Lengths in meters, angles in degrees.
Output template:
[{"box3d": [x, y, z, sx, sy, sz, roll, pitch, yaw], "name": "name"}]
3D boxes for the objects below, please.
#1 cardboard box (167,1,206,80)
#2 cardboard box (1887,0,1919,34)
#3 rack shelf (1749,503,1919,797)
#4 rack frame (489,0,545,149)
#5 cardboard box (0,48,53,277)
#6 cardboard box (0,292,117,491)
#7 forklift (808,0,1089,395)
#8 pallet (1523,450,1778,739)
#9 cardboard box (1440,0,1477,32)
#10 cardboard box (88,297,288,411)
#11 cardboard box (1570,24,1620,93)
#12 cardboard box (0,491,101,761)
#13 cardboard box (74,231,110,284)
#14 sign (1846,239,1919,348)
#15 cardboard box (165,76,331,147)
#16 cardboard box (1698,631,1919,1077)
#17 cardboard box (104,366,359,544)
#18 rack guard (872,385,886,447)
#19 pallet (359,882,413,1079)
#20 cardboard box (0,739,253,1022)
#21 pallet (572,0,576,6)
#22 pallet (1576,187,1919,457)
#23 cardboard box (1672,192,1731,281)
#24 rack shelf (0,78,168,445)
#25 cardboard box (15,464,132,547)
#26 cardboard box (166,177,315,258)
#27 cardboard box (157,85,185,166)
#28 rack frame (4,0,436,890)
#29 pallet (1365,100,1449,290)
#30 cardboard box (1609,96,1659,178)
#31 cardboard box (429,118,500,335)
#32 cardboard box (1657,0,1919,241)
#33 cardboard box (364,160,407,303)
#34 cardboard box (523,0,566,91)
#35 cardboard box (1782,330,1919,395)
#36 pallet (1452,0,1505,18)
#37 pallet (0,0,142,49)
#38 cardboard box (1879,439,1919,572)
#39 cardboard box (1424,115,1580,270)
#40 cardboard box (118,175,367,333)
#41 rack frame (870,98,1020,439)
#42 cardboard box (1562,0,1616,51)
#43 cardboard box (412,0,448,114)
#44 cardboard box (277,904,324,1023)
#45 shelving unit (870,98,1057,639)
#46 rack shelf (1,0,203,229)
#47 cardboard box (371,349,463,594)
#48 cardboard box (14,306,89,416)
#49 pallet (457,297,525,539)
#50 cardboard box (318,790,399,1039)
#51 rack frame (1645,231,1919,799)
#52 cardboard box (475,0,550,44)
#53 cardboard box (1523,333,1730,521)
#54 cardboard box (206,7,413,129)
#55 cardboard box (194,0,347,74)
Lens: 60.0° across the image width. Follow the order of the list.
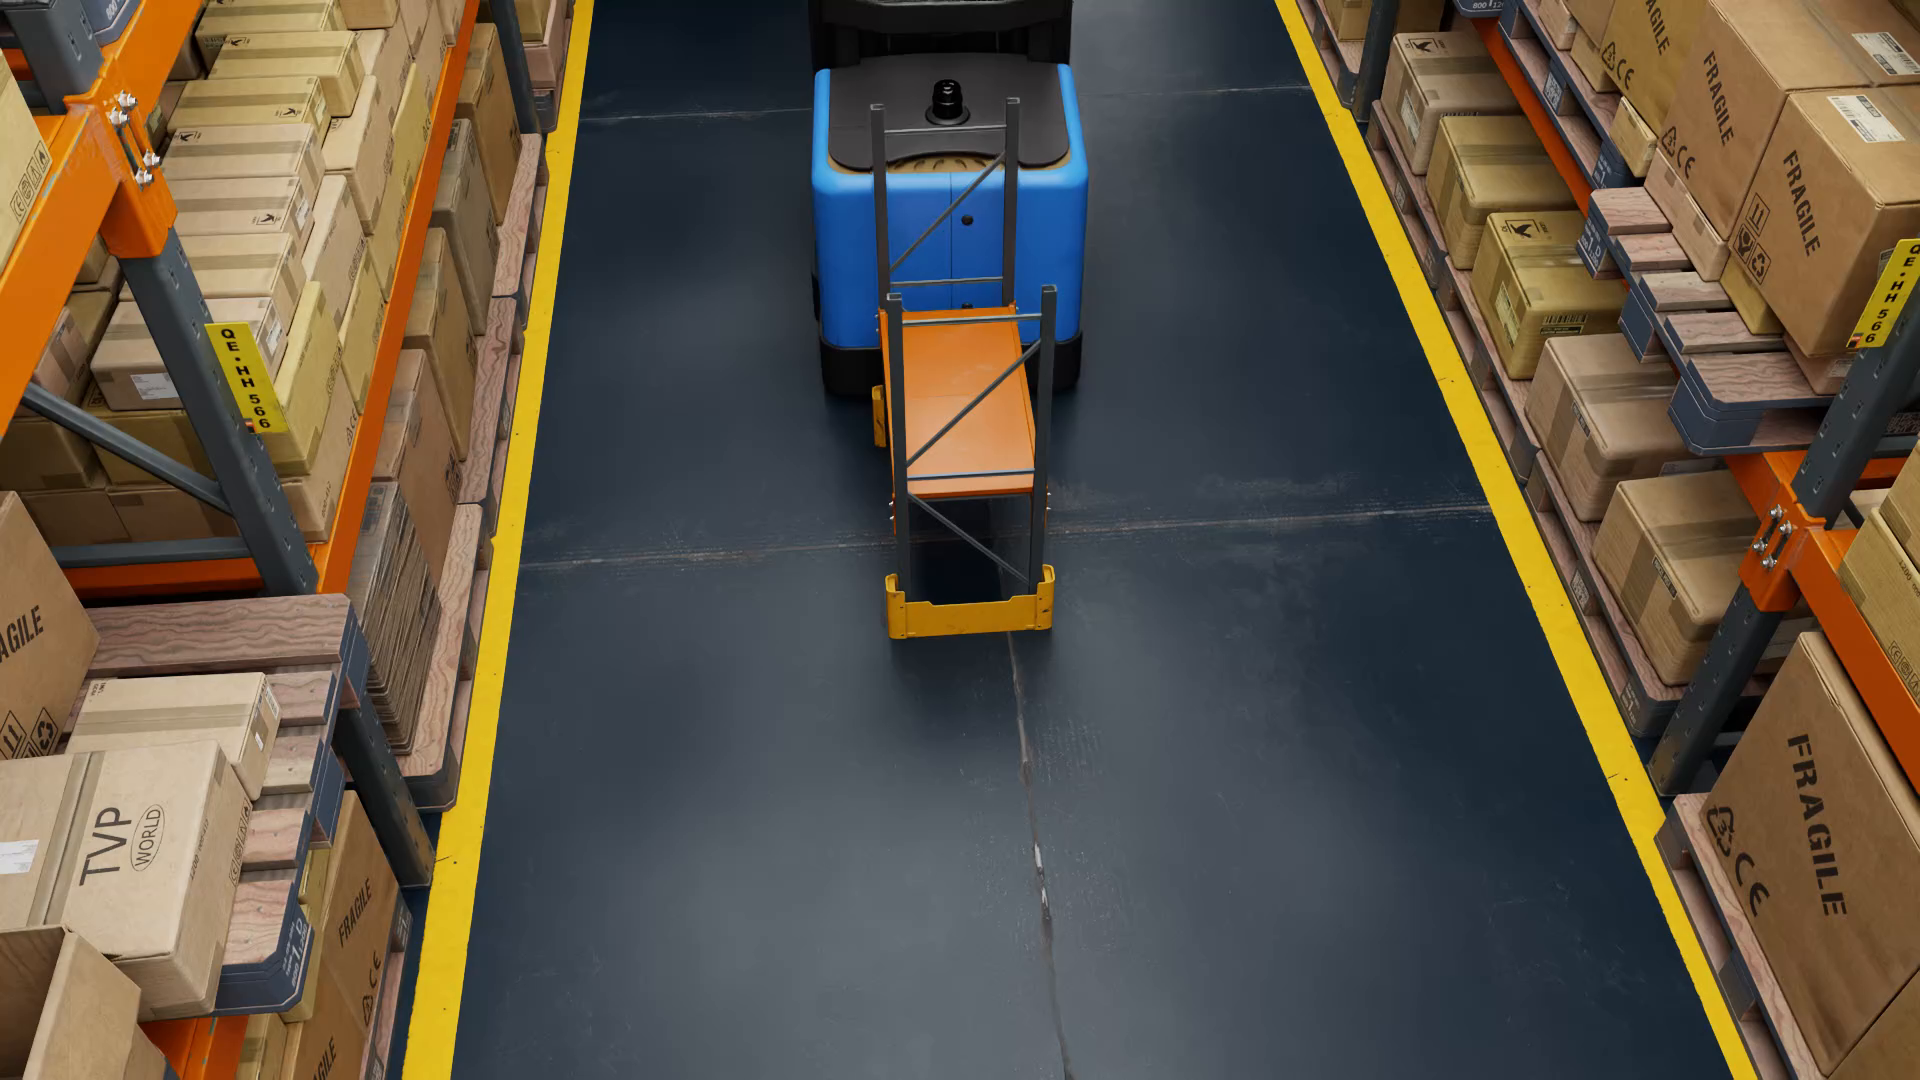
[{"box3d": [-2.540, -1.545, 5.132, 0.380, 0.149, 0.250, -2, 47, -2], "name": "cardboard box"}, {"box3d": [2.925, -1.256, 4.811, 0.500, 0.500, 0.500, -1, 47, -1], "name": "cardboard box"}, {"box3d": [2.950, 1.435, 3.320, 1.077, 0.370, 4.000, -3, 47, -3], "name": "rack shelf"}, {"box3d": [-2.498, -2.849, 6.882, 1.000, 3.000, 0.127, -3, 47, -3], "name": "rack frame"}, {"box3d": [-1.879, -0.578, 2.769, 0.500, 0.250, 0.500, -5, 47, -5], "name": "cardboard box"}, {"box3d": [-2.478, -0.383, 4.306, 0.500, 0.250, 0.500, -3, 47, -2], "name": "cardboard box"}, {"box3d": [-0.092, -2.652, 6.743, 1.130, 2.935, 3.031, -2, 47, -2], "name": "forklift"}, {"box3d": [2.719, 0.134, 5.977, 1.003, 0.211, 1.213, -3, 47, -3], "name": "pallet"}, {"box3d": [2.667, -2.795, 8.436, 0.500, 0.250, 0.500, -5, 47, -5], "name": "cardboard box"}, {"box3d": [-1.897, -0.461, 4.105, 0.380, 0.149, 0.250, -2, 47, -2], "name": "cardboard box"}, {"box3d": [2.312, -1.656, 5.636, 0.380, 0.149, 0.250, -5, 47, -5], "name": "cardboard box"}, {"box3d": [-2.276, 0.248, 3.591, 0.500, 0.500, 0.500, -2, 47, -1], "name": "cardboard box"}, {"box3d": [-2.487, -0.809, 4.434, 0.380, 0.149, 0.250, -4, 47, -3], "name": "cardboard box"}, {"box3d": [2.243, -0.590, 4.000, 0.100, 0.325, 0.005, -3, 47, -3], "name": "sign"}, {"box3d": [-2.053, -1.206, 4.811, 0.380, 0.149, 0.250, -3, 47, -3], "name": "cardboard box"}, {"box3d": [2.758, 0.832, 4.570, 0.875, 0.875, 0.875, -4, 47, -4], "name": "cardboard box"}, {"box3d": [-1.957, -0.239, 4.514, 0.500, 0.250, 0.500, -3, 47, -3], "name": "cardboard box"}, {"box3d": [-0.048, -0.501, 6.553, 0.587, 0.250, 0.087, -3, 47, -3], "name": "rack guard"}, {"box3d": [-2.139, 1.547, 4.640, 1.003, 0.211, 1.213, -3, 47, -3], "name": "pallet"}, {"box3d": [-1.753, 0.696, 3.339, 0.500, 0.250, 0.500, -5, 47, -5], "name": "cardboard box"}, {"box3d": [-2.628, -3.353, 9.280, 1.003, 0.211, 1.213, -3, 47, -3], "name": "pallet"}, {"box3d": [2.617, -0.702, 4.981, 1.213, 0.211, 1.003, -3, 47, -3], "name": "pallet"}, {"box3d": [2.360, -0.909, 4.929, 0.380, 0.149, 0.250, -4, 47, -4], "name": "cardboard box"}, {"box3d": [-1.996, 0.708, 1.943, 1.077, 0.370, 4.000, -3, 47, -3], "name": "rack shelf"}, {"box3d": [-2.456, -0.213, 4.489, 0.500, 0.250, 0.500, -4, 47, -4], "name": "cardboard box"}, {"box3d": [-1.967, -0.838, 4.462, 0.380, 0.149, 0.250, -2, 47, -2], "name": "cardboard box"}, {"box3d": [-2.562, -1.116, 5.000, 0.500, 0.250, 0.500, -4, 47, -4], "name": "cardboard box"}, {"box3d": [-2.163, 0.045, 4.141, 1.000, 3.000, 0.127, -3, 47, -3], "name": "rack frame"}, {"box3d": [2.514, -1.631, 7.649, 1.003, 0.211, 1.213, -3, 47, -3], "name": "pallet"}, {"box3d": [2.310, -1.290, 5.290, 0.380, 0.149, 0.250, -3, 47, -3], "name": "cardboard box"}, {"box3d": [-2.386, -1.238, 6.703, 0.875, 0.625, 0.625, -4, 47, -4], "name": "cardboard box"}, {"box3d": [2.413, -1.226, 4.782, 0.500, 0.500, 0.500, -4, 47, -4], "name": "cardboard box"}, {"box3d": [-2.044, -0.976, 5.211, 0.500, 0.250, 0.500, -5, 47, -5], "name": "cardboard box"}, {"box3d": [-2.209, -2.418, 8.078, 0.500, 0.250, 0.500, -3, 47, -3], "name": "cardboard box"}, {"box3d": [2.521, -0.540, 4.579, 0.380, 0.149, 0.250, -2, 47, -2], "name": "cardboard box"}, {"box3d": [2.367, -2.525, 6.708, 1.003, 0.211, 1.213, -3, 47, -3], "name": "pallet"}, {"box3d": [-2.309, -1.407, 3.581, 1.213, 0.211, 1.003, -2, 47, -1], "name": "pallet"}, {"box3d": [2.579, 0.002, 3.941, 0.500, 0.250, 0.500, -4, 47, -4], "name": "cardboard box"}, {"box3d": [2.558, -1.495, 7.120, 0.950, 0.372, 0.625, -1, 47, -1], "name": "cardboard box"}, {"box3d": [-1.998, -0.773, 4.675, 0.500, 0.250, 0.500, -2, 47, -2], "name": "cardboard box"}, {"box3d": [-0.050, -0.945, 6.112, 0.500, 1.500, 0.032, -3, 47, -3], "name": "rack frame"}, {"box3d": [2.325, -1.986, 5.502, 0.500, 0.500, 0.500, -5, 47, -5], "name": "cardboard box"}, {"box3d": [-2.137, -1.724, 5.920, 0.500, 0.250, 0.500, -3, 47, -3], "name": "cardboard box"}, {"box3d": [-1.816, 1.075, 4.152, 0.380, 0.149, 0.250, -6, 47, -5], "name": "cardboard box"}, {"box3d": [-0.006, -0.571, 5.758, 0.587, 1.500, 1.083, -3, 47, -3], "name": "shelving unit"}, {"box3d": [-2.331, -2.186, 4.684, 1.077, 0.370, 4.000, -3, 47, -3], "name": "rack shelf"}, {"box3d": [-2.265, -0.207, 5.726, 0.875, 0.625, 0.625, -2, 47, -2], "name": "cardboard box"}, {"box3d": [-2.392, -0.435, 4.081, 0.380, 0.149, 0.250, -2, 47, -2], "name": "cardboard box"}, {"box3d": [-2.293, -0.475, 6.554, 1.003, 0.211, 1.213, -3, 47, -3], "name": "pallet"}, {"box3d": [-1.914, 1.053, 4.619, 0.500, 0.500, 0.500, -2, 47, -2], "name": "cardboard box"}, {"box3d": [2.782, -0.259, 4.429, 1.000, 3.000, 0.127, -3, 47, -3], "name": "rack frame"}, {"box3d": [-2.231, -2.588, 7.896, 0.500, 0.250, 0.500, -4, 47, -3], "name": "cardboard box"}, {"box3d": [2.675, -0.443, 6.124, 0.950, 0.372, 0.625, -4, 47, -4], "name": "cardboard box"}, {"box3d": [-2.092, -1.521, 5.384, 0.500, 0.250, 0.500, -3, 47, -3], "name": "cardboard box"}, {"box3d": [-2.133, -1.576, 5.161, 0.380, 0.149, 0.250, -3, 47, -3], "name": "cardboard box"}]
